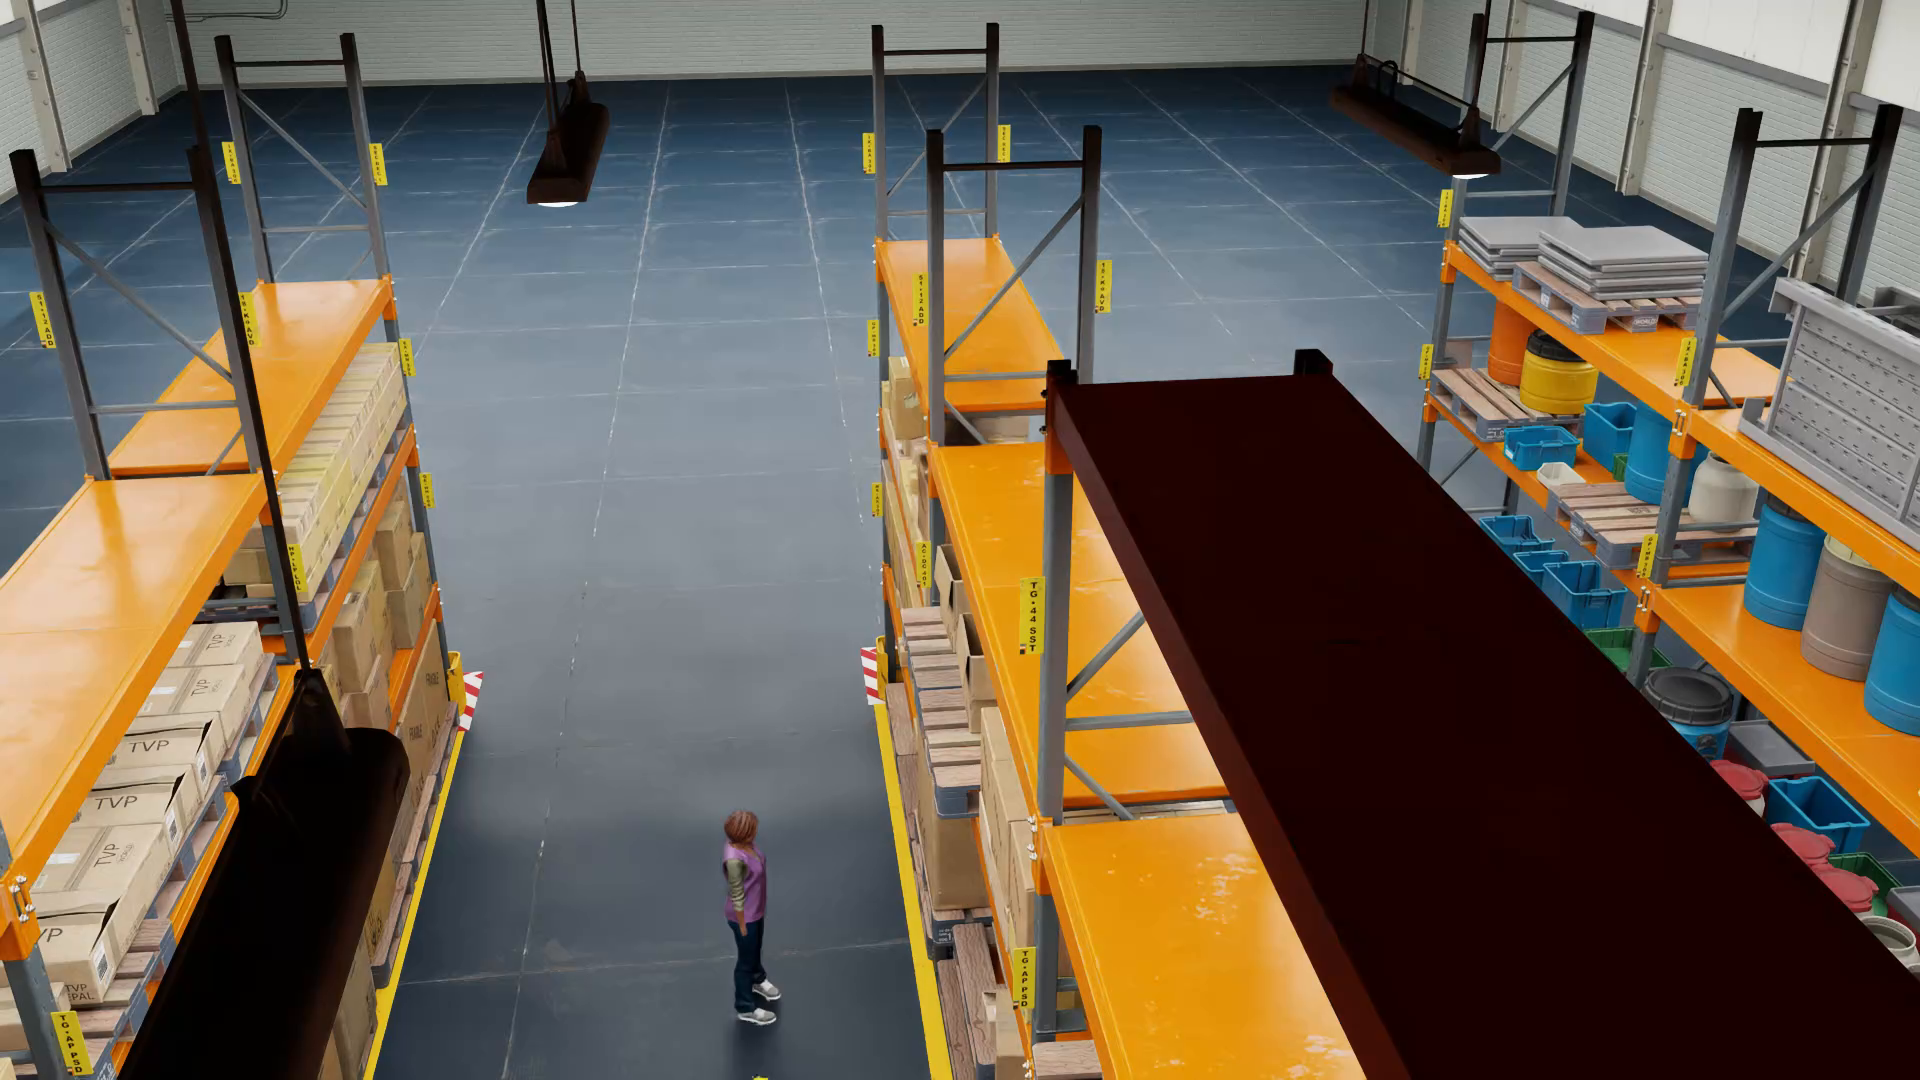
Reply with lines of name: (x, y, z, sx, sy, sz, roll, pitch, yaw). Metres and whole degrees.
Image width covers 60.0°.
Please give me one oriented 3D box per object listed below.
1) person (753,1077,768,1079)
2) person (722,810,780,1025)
person: (-1.057, 3.561, 9.047, 0.671, 1.726, 1.007, -2, 26, -3)
person: (-1.438, 2.534, 11.349, 0.345, 1.604, 0.449, 0, 25, 0)
